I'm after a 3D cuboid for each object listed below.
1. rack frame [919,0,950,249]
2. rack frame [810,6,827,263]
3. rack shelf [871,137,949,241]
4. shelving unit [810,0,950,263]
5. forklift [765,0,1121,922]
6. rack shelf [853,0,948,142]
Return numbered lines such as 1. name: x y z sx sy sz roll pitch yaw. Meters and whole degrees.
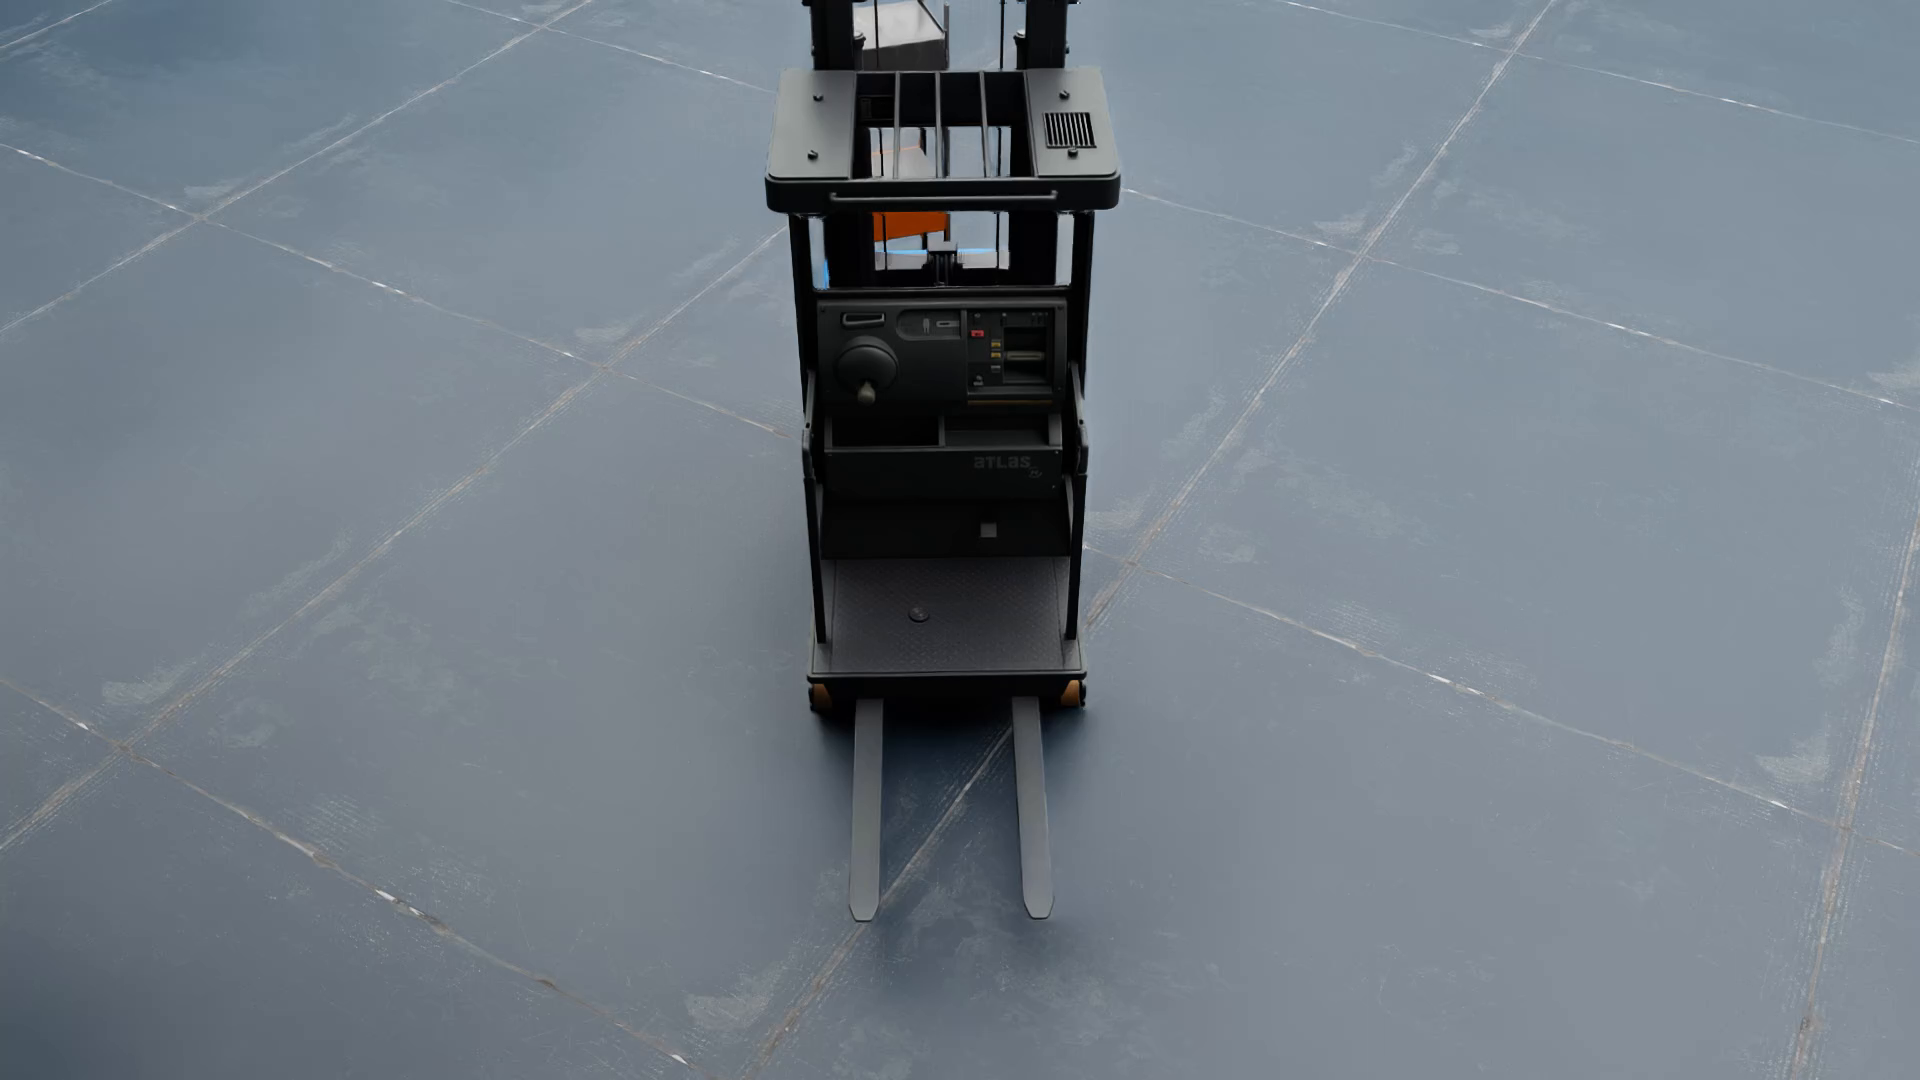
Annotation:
1. rack frame: -0.113 -1.561 7.750 0.015 2.100 0.400 -12 43 -13
2. rack frame: -0.577 -1.461 7.636 0.015 2.100 0.400 -12 43 -13
3. rack shelf: -0.345 -1.501 7.702 0.480 0.518 0.431 -12 43 -13
4. shelving unit: -0.345 -1.511 7.693 0.503 2.100 0.431 -12 43 -13
5. forklift: -0.059 -0.623 6.055 1.130 2.935 3.031 -1 41 -1
6. rack shelf: -0.345 -2.026 7.239 0.480 0.518 0.431 -12 43 -13
